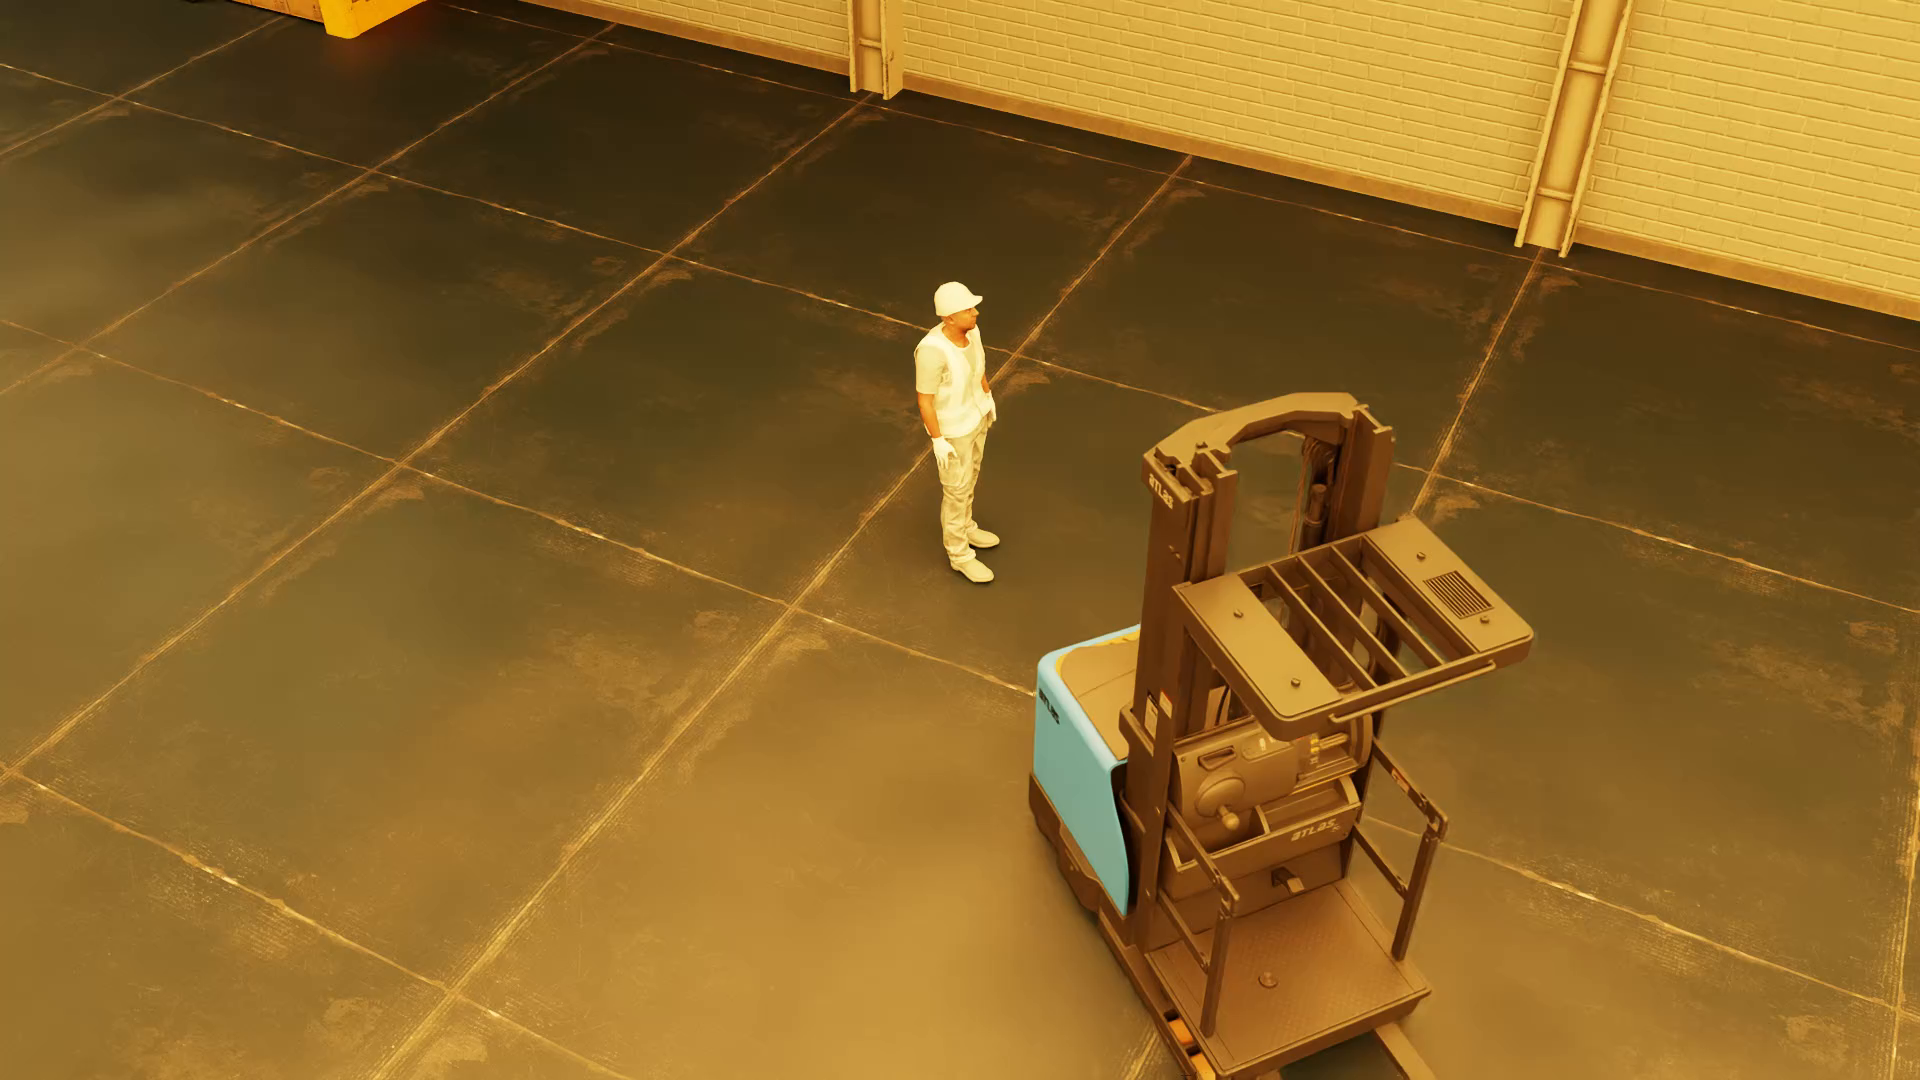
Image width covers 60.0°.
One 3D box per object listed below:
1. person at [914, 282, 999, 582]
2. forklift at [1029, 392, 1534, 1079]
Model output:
[{"bbox_3d":[0.060,-0.661,9.652,0.577,1.781,0.656,18,43,21],"label":"person"},{"bbox_3d":[1.407,0.998,6.802,1.130,2.935,3.031,-16,43,-18],"label":"forklift"}]
